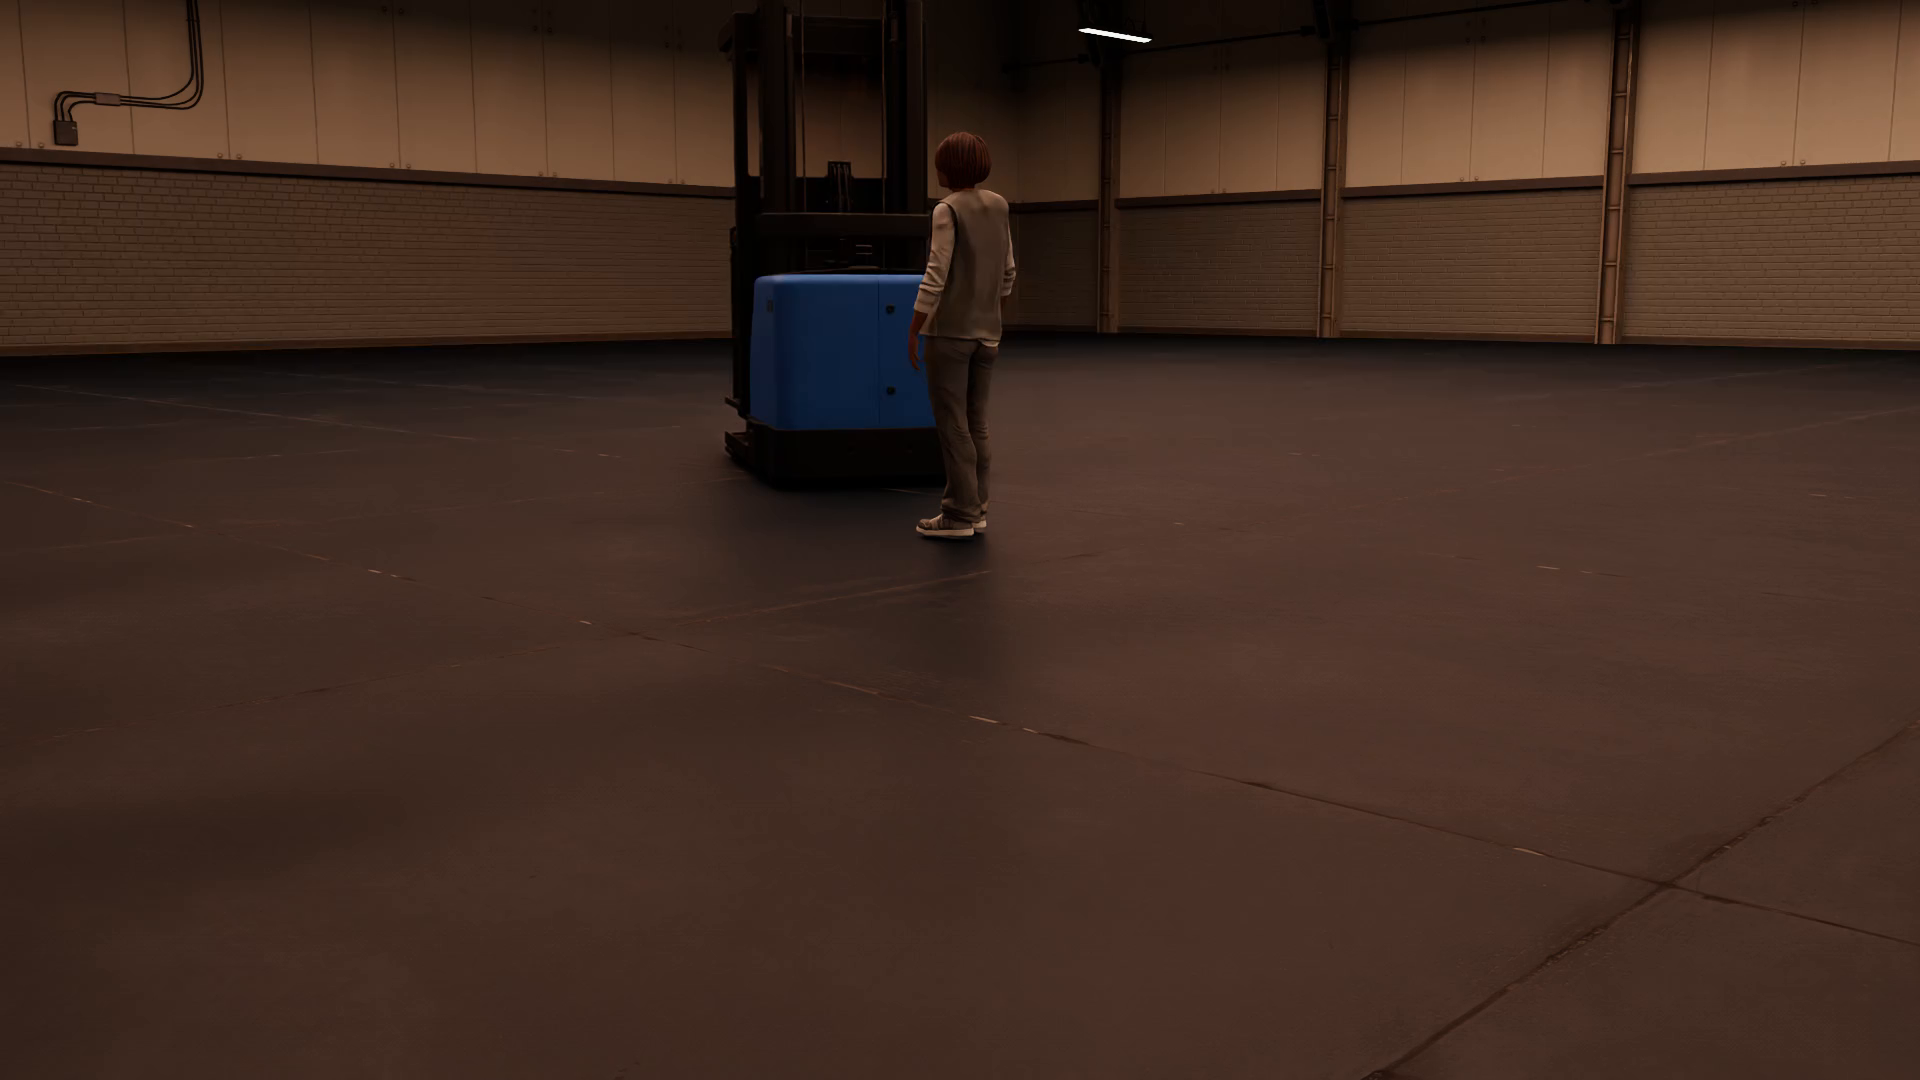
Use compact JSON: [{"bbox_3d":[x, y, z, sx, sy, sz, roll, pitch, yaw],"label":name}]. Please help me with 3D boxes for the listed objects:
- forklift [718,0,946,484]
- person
[{"bbox_3d":[-0.784,-1.919,9.618,1.130,2.935,3.031,-2,9,-15],"label":"forklift"},{"bbox_3d":[-0.043,-0.806,6.658,0.475,1.596,0.521,8,12,43],"label":"person"}]
